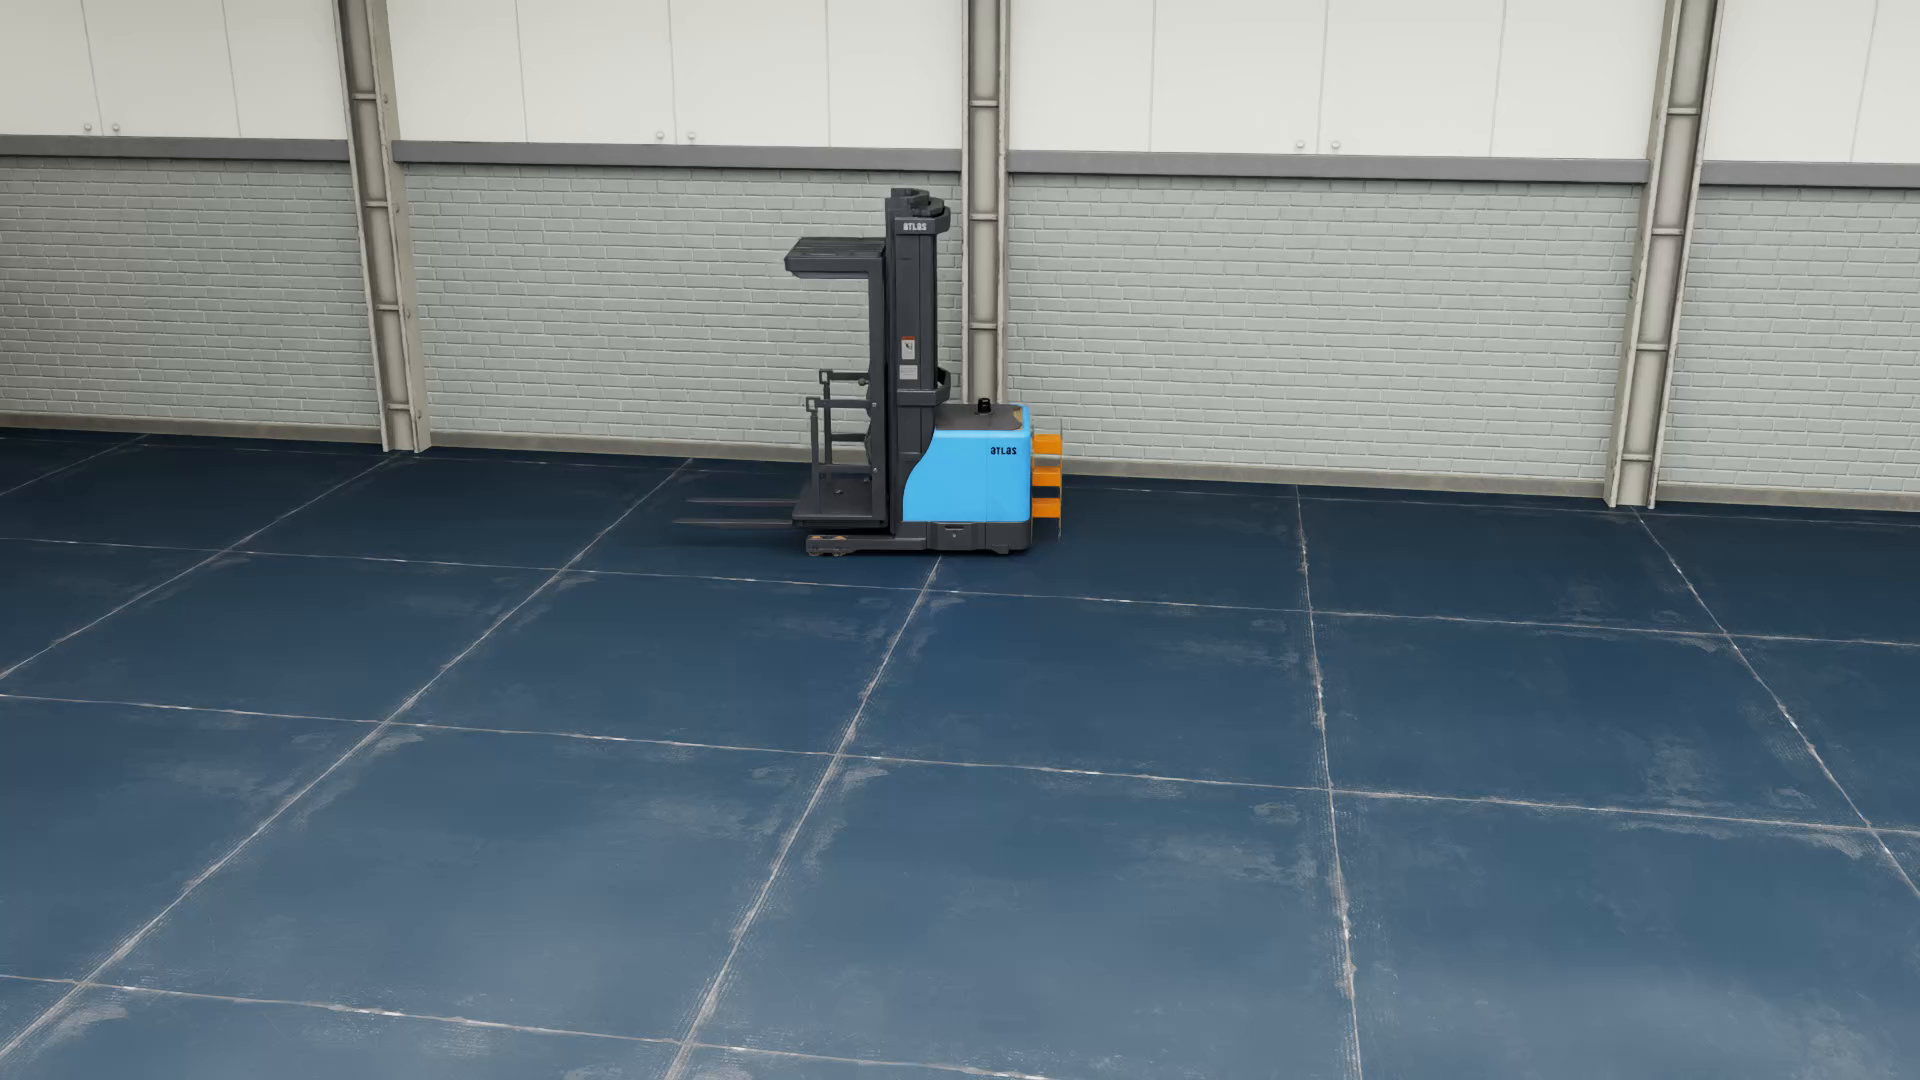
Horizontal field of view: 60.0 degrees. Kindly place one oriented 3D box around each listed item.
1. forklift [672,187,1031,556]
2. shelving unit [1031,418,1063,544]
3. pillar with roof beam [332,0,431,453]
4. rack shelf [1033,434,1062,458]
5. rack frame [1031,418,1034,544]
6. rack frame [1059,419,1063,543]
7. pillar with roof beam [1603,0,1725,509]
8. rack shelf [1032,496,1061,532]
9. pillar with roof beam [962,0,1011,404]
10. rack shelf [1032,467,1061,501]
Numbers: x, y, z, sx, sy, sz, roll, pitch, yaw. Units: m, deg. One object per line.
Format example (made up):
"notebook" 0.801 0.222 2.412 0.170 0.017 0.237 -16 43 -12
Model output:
"forklift" -0.911 -1.420 13.927 3.031 2.935 1.130 0 19 1
"shelving unit" 0.735 -0.498 14.136 0.252 1.050 0.215 0 19 1
"pillar with roof beam" -6.371 -3.866 11.675 0.400 9.000 9.100 3 19 9
"rack shelf" 0.735 -0.757 14.050 0.240 0.259 0.215 0 19 1
"rack frame" 0.613 -0.499 14.139 0.008 1.050 0.200 0 19 1
"rack frame" 0.857 -0.497 14.133 0.008 1.050 0.200 0 19 1
"pillar with roof beam" 5.477 -3.262 9.870 0.400 9.000 9.100 3 19 9
"rack shelf" 0.735 -0.224 14.228 0.240 0.259 0.215 0 19 1
"pillar with roof beam" -0.447 -3.564 10.772 0.400 9.000 9.100 3 19 9
"rack shelf" 0.735 -0.488 14.140 0.240 0.259 0.215 0 19 1
